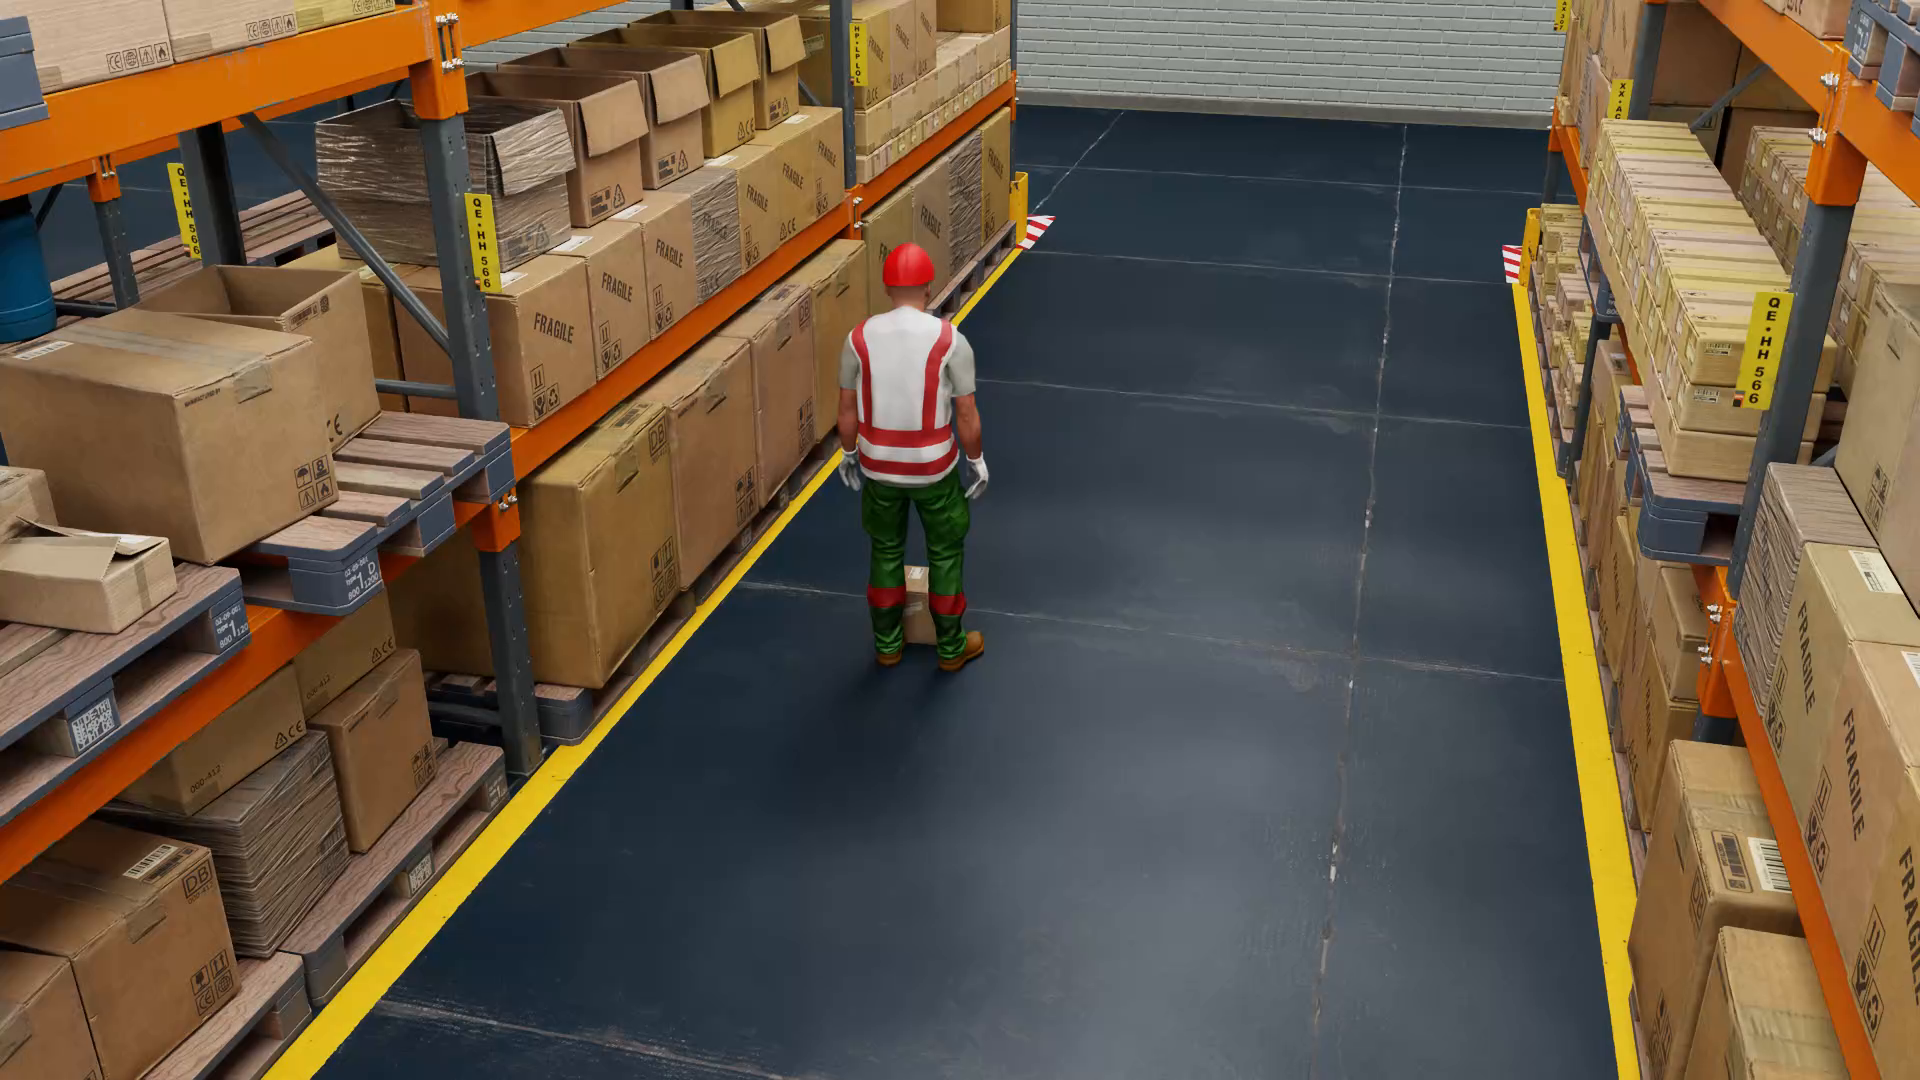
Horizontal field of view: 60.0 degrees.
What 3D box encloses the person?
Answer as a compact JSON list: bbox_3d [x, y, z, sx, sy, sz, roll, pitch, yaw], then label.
[{"bbox_3d":[-0.194,-0.313,6.759,0.623,1.780,0.451,5,26,11],"label":"person"}]
